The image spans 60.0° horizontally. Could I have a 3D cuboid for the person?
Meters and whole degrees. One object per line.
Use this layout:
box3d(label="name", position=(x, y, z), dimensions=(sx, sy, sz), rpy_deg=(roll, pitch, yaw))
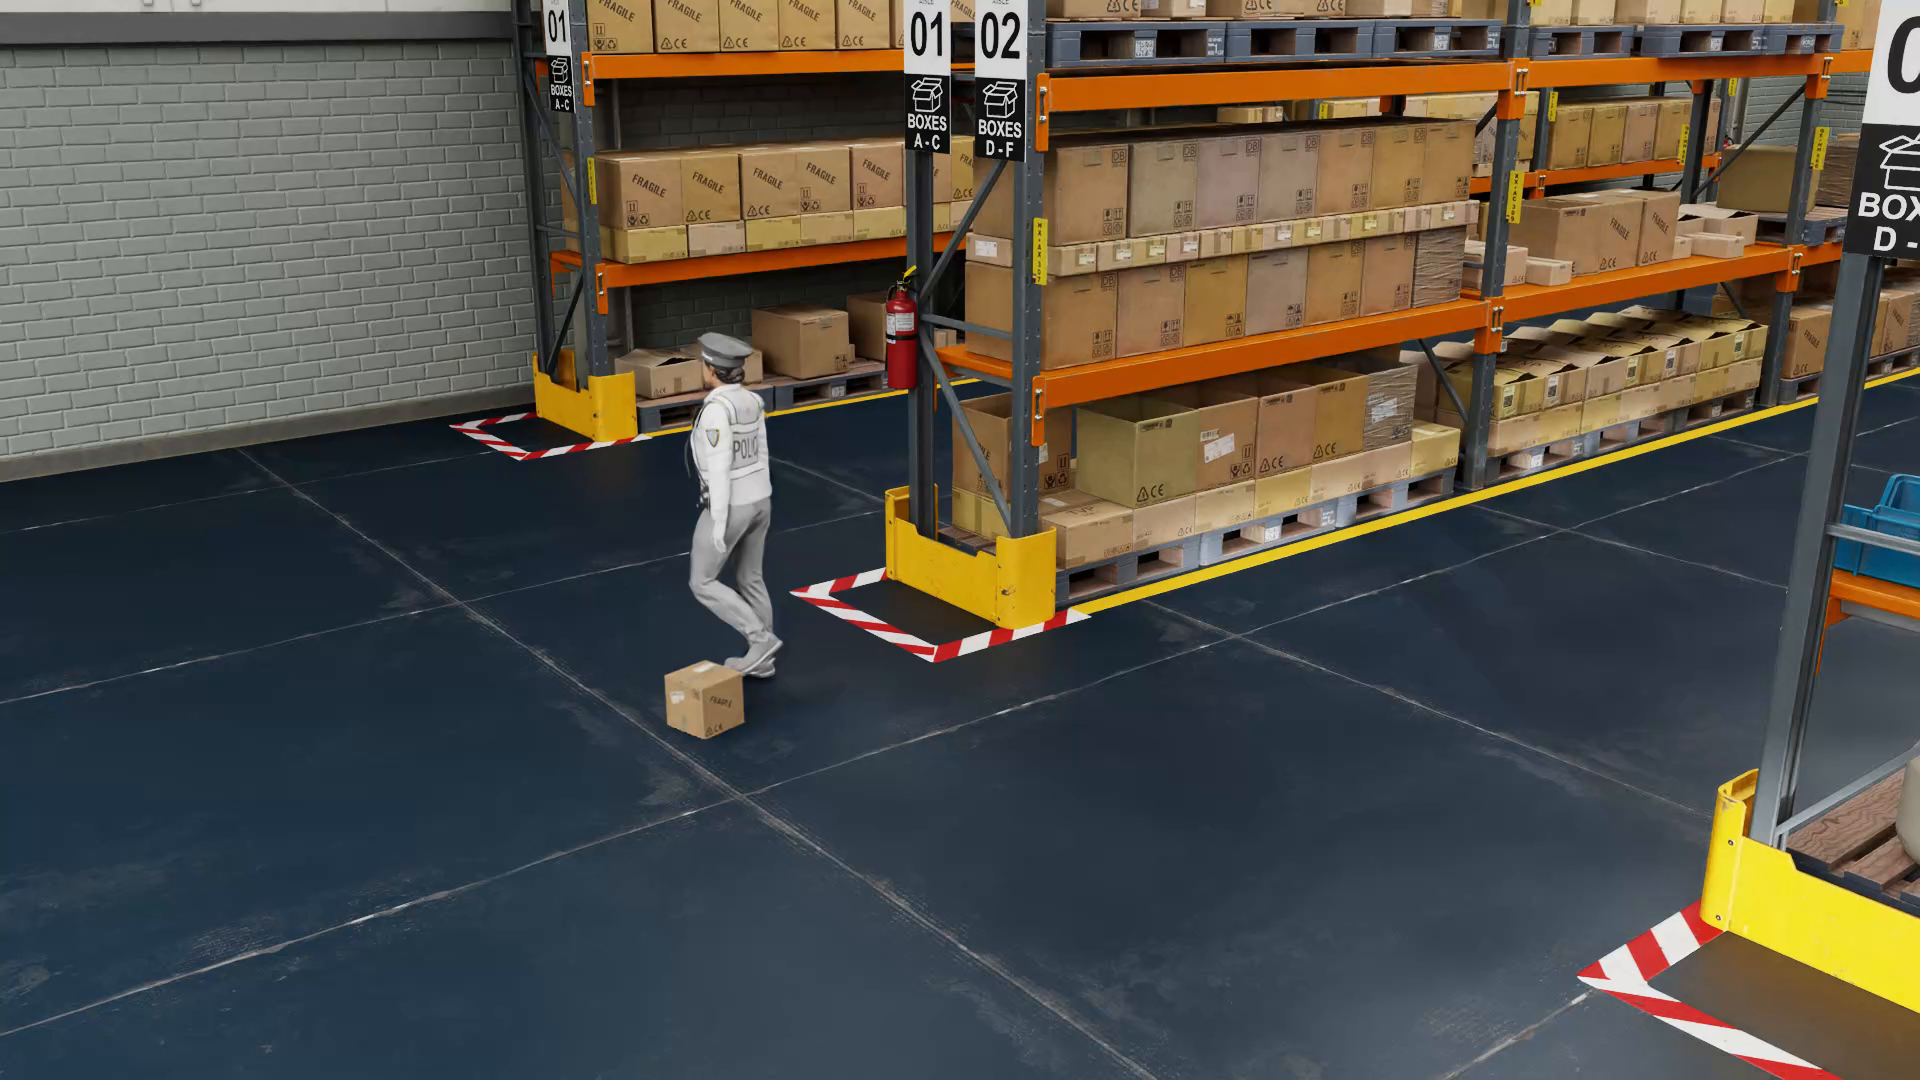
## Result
box3d(label="person", position=(-1.027, -0.136, 7.926), dimensions=(0.479, 1.672, 0.532), rpy_deg=(8, 20, 24))
